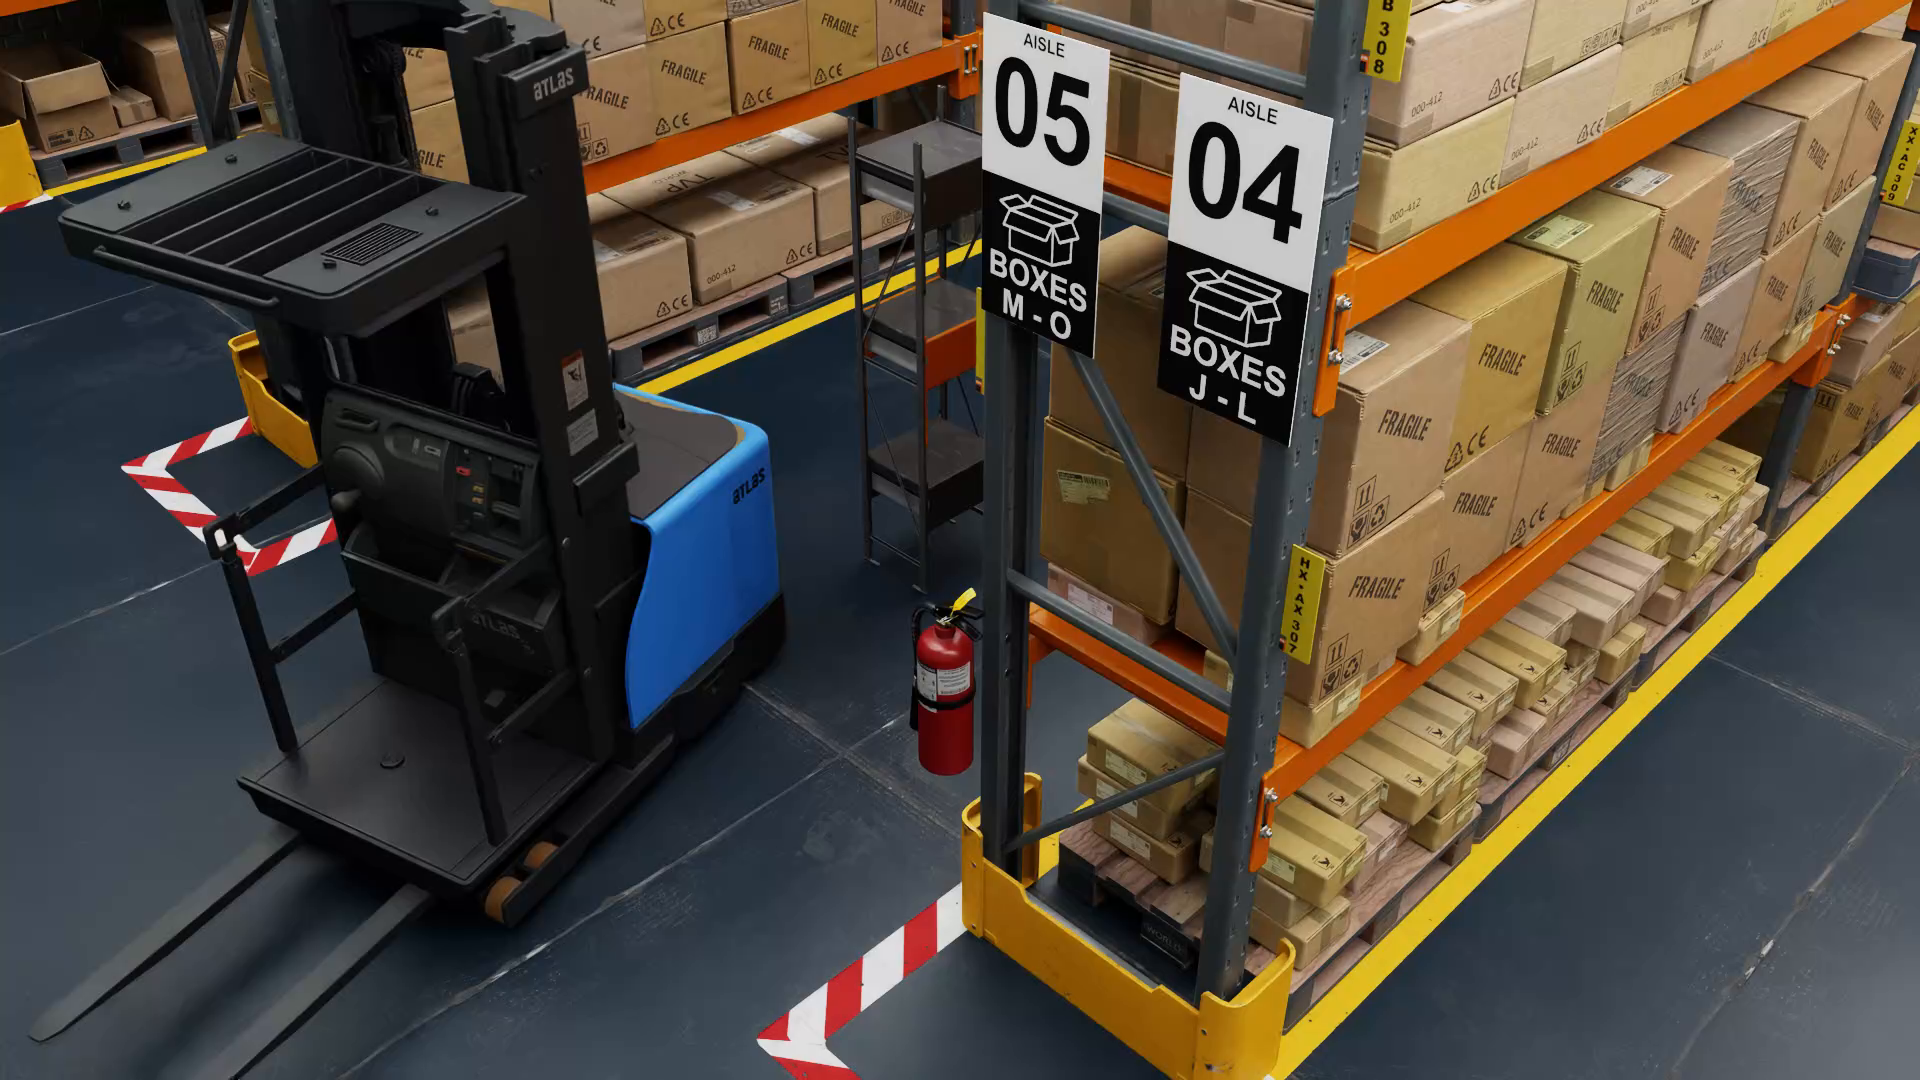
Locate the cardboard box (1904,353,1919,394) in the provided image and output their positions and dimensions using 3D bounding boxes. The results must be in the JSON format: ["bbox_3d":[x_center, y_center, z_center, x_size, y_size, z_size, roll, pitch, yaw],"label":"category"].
[{"bbox_3d":[4.720,-1.099,8.522,0.500,0.500,0.500,-29,44,-35],"label":"cardboard box"}]

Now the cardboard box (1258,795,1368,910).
[{"bbox_3d":[1.072,0.975,5.334,0.380,0.149,0.250,27,43,33],"label":"cardboard box"}]

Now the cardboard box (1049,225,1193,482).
[{"bbox_3d":[0.607,-0.561,4.711,0.500,0.500,0.500,29,44,34],"label":"cardboard box"}]

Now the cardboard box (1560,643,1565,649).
[{"bbox_3d":[2.092,0.402,6.417,0.250,0.149,0.380,-28,43,-34],"label":"cardboard box"}]

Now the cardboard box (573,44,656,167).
[{"bbox_3d":[-1.873,-2.192,8.183,0.500,0.500,0.500,29,44,35],"label":"cardboard box"}]

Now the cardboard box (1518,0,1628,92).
[{"bbox_3d":[1.322,-1.362,4.152,0.500,0.250,0.500,29,44,35],"label":"cardboard box"}]

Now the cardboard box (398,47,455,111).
[{"bbox_3d":[-2.582,-2.187,7.302,0.500,0.500,0.500,28,44,34],"label":"cardboard box"}]

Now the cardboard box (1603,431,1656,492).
[{"bbox_3d":[2.194,-0.349,5.847,0.250,0.149,0.380,-29,44,-35],"label":"cardboard box"}]

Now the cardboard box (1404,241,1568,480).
[{"bbox_3d":[1.317,-0.558,4.706,0.500,0.500,0.500,-29,44,-34],"label":"cardboard box"}]

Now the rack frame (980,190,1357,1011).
[{"bbox_3d":[0.462,0.298,4.700,1.000,3.000,0.127,30,45,35],"label":"rack frame"}]

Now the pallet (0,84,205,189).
[{"bbox_3d":[-6.033,-2.866,11.675,1.003,0.211,1.213,30,45,35],"label":"pallet"}]

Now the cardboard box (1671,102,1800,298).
[{"bbox_3d":[2.409,-1.185,5.605,0.500,0.500,0.500,-29,44,-35],"label":"cardboard box"}]

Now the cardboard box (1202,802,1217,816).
[{"bbox_3d":[0.794,0.852,6.031,0.250,0.149,0.380,-28,44,-34],"label":"cardboard box"}]

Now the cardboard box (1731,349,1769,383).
[{"bbox_3d":[2.910,-0.780,6.465,0.250,0.149,0.380,-28,44,-34],"label":"cardboard box"}]

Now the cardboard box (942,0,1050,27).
[{"bbox_3d":[0.193,-3.290,9.977,0.500,0.250,0.500,28,44,34],"label":"cardboard box"}]

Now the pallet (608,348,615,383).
[{"bbox_3d":[-2.615,-0.868,8.811,1.003,0.211,1.213,30,45,35],"label":"pallet"}]

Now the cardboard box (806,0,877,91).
[{"bbox_3d":[-0.808,-2.818,9.082,0.500,0.500,0.500,28,44,34],"label":"cardboard box"}]

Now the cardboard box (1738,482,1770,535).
[{"bbox_3d":[3.283,-0.195,7.272,0.250,0.149,0.380,-29,44,-35],"label":"cardboard box"}]

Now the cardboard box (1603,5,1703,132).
[{"bbox_3d":[1.687,-1.376,4.610,0.500,0.250,0.500,28,44,34],"label":"cardboard box"}]

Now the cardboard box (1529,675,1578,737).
[{"bbox_3d":[2.138,0.578,6.424,0.380,0.149,0.250,30,45,35],"label":"cardboard box"}]

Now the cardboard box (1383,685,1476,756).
[{"bbox_3d":[1.565,0.630,5.829,0.380,0.149,0.250,27,43,33],"label":"cardboard box"}]

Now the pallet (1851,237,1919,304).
[{"bbox_3d":[3.922,-1.499,7.444,1.003,0.211,1.213,30,45,35],"label":"pallet"}]

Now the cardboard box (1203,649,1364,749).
[{"bbox_3d":[0.922,0.402,4.771,0.380,0.149,0.250,29,44,35],"label":"cardboard box"}]

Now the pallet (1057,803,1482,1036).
[{"bbox_3d":[1.113,1.095,5.995,1.003,0.211,1.213,30,45,35],"label":"pallet"}]

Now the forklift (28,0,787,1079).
[{"bbox_3d":[-1.879,-0.153,5.407,1.130,2.935,3.031,17,38,23],"label":"forklift"}]

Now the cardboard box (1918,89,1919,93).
[{"bbox_3d":[4.258,-1.832,7.087,0.250,0.149,0.380,-30,44,-35],"label":"cardboard box"}]

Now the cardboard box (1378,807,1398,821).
[{"bbox_3d":[1.356,0.840,5.788,0.250,0.149,0.380,-29,44,-35],"label":"cardboard box"}]

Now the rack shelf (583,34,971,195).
[{"bbox_3d":[-1.713,-2.173,8.872,1.077,0.370,4.000,30,45,35],"label":"rack shelf"}]

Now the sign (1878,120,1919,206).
[{"bbox_3d":[3.670,-1.465,6.472,0.100,0.325,0.005,30,45,35],"label":"sign"}]

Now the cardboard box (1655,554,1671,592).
[{"bbox_3d":[2.679,0.098,6.852,0.250,0.149,0.380,-29,44,-35],"label":"cardboard box"}]

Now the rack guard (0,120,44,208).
[{"bbox_3d":[-6.594,-2.661,11.128,1.175,0.500,0.348,30,45,35],"label":"rack guard"}]

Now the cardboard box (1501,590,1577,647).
[{"bbox_3d":[2.094,0.293,6.313,0.380,0.149,0.250,30,45,35],"label":"cardboard box"}]

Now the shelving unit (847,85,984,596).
[{"bbox_3d":[-0.117,-0.794,7.053,0.431,2.100,0.503,30,45,35],"label":"shelving unit"}]

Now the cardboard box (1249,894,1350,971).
[{"bbox_3d":[1.058,1.211,5.516,0.250,0.149,0.380,-29,44,-35],"label":"cardboard box"}]

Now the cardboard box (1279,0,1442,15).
[{"bbox_3d":[0.851,-1.279,3.685,0.380,0.149,0.250,29,44,35],"label":"cardboard box"}]

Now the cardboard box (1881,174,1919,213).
[{"bbox_3d":[3.884,-1.491,6.859,0.250,0.149,0.380,-29,44,-35],"label":"cardboard box"}]

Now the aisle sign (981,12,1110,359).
[{"bbox_3d":[0.197,-0.860,4.088,0.394,0.787,0.004,30,45,35],"label":"aisle sign"}]

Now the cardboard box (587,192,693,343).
[{"bbox_3d":[-2.089,-1.460,9.095,0.875,0.438,0.875,-29,44,-34],"label":"cardboard box"}]

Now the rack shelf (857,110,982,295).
[{"bbox_3d":[-0.117,-1.357,6.660,0.431,0.518,0.480,30,45,35],"label":"rack shelf"}]

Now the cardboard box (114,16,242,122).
[{"bbox_3d":[-5.519,-3.343,11.740,0.500,0.500,0.700,-28,44,-34],"label":"cardboard box"}]

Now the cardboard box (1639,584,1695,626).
[{"bbox_3d":[2.863,0.173,7.005,0.380,0.149,0.250,28,44,34],"label":"cardboard box"}]

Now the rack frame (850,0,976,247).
[{"bbox_3d":[-0.304,-3.280,9.831,1.000,3.000,0.127,30,45,35],"label":"rack frame"}]

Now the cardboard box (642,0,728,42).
[{"bbox_3d":[-1.515,-2.815,8.202,0.500,0.500,0.500,-30,45,-35],"label":"cardboard box"}]

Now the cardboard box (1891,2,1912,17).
[{"bbox_3d":[4.532,-2.519,8.073,0.380,0.149,0.250,29,44,35],"label":"cardboard box"}]

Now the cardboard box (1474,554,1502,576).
[{"bbox_3d":[1.594,-0.067,5.443,0.380,0.149,0.250,29,44,35],"label":"cardboard box"}]

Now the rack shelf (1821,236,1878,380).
[{"bbox_3d":[4.689,-1.843,8.399,1.077,0.370,4.000,30,45,35],"label":"rack shelf"}]

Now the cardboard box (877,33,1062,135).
[{"bbox_3d":[0.076,-2.864,10.725,0.875,0.875,0.875,-28,44,-34],"label":"cardboard box"}]

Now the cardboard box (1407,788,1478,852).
[{"bbox_3d":[1.612,0.909,5.949,0.250,0.149,0.380,-29,44,-35],"label":"cardboard box"}]

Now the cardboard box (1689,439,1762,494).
[{"bbox_3d":[3.214,-0.323,7.196,0.250,0.149,0.380,-29,44,-34],"label":"cardboard box"}]

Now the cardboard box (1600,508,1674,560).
[{"bbox_3d":[2.654,-0.026,6.770,0.250,0.149,0.380,-28,44,-34],"label":"cardboard box"}]

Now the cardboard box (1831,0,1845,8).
[{"bbox_3d":[2.766,-1.989,5.488,0.500,0.250,0.500,29,44,35],"label":"cardboard box"}]

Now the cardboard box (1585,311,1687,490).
[{"bbox_3d":[2.042,-0.567,5.593,0.500,0.500,0.500,28,44,34],"label":"cardboard box"}]

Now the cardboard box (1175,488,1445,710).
[{"bbox_3d":[0.974,0.064,4.688,0.500,0.500,0.500,-28,43,-34],"label":"cardboard box"}]

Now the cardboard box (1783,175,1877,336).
[{"bbox_3d":[3.140,-1.179,6.470,0.500,0.500,0.500,30,45,35],"label":"cardboard box"}]
